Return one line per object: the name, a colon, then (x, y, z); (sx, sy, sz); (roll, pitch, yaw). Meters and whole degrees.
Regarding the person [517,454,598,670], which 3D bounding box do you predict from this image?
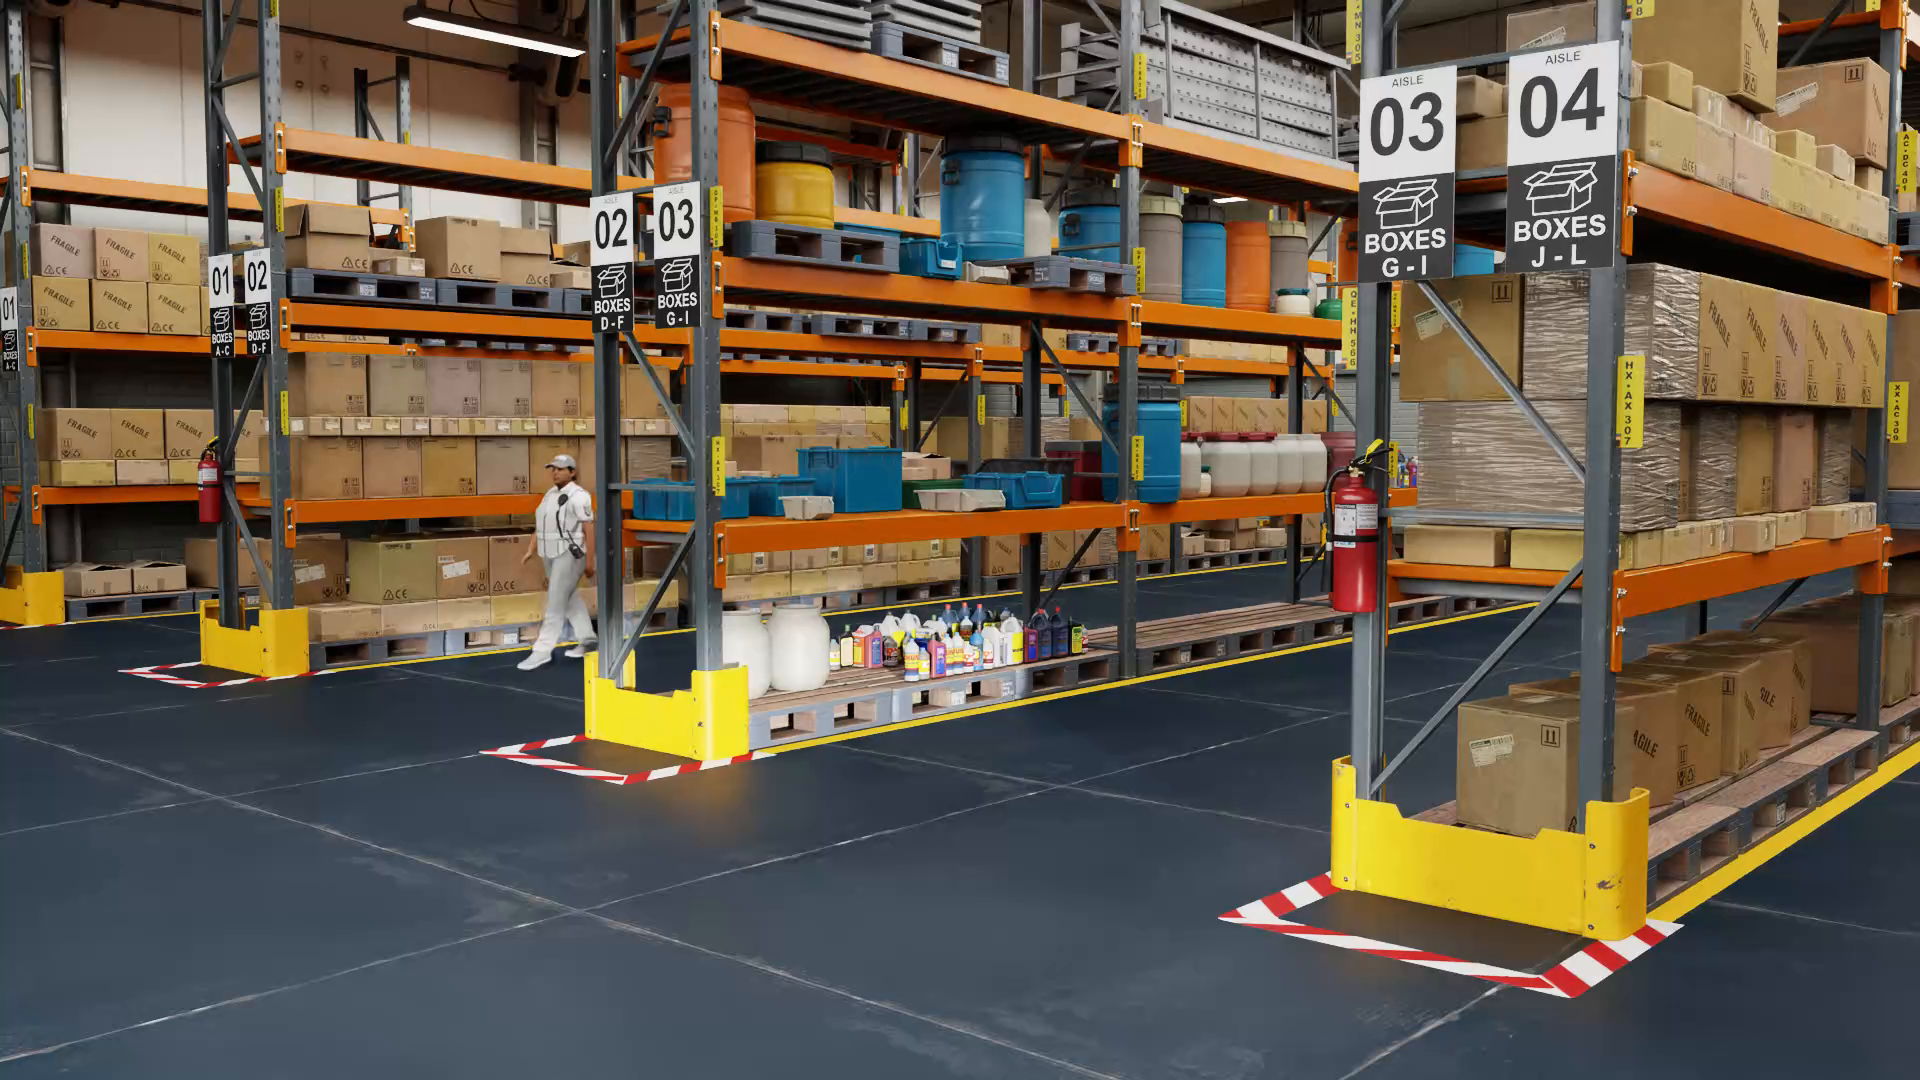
person: (-3.201, 0.145, 13.082); (0.478, 1.637, 0.873); (3, 5, 42)
